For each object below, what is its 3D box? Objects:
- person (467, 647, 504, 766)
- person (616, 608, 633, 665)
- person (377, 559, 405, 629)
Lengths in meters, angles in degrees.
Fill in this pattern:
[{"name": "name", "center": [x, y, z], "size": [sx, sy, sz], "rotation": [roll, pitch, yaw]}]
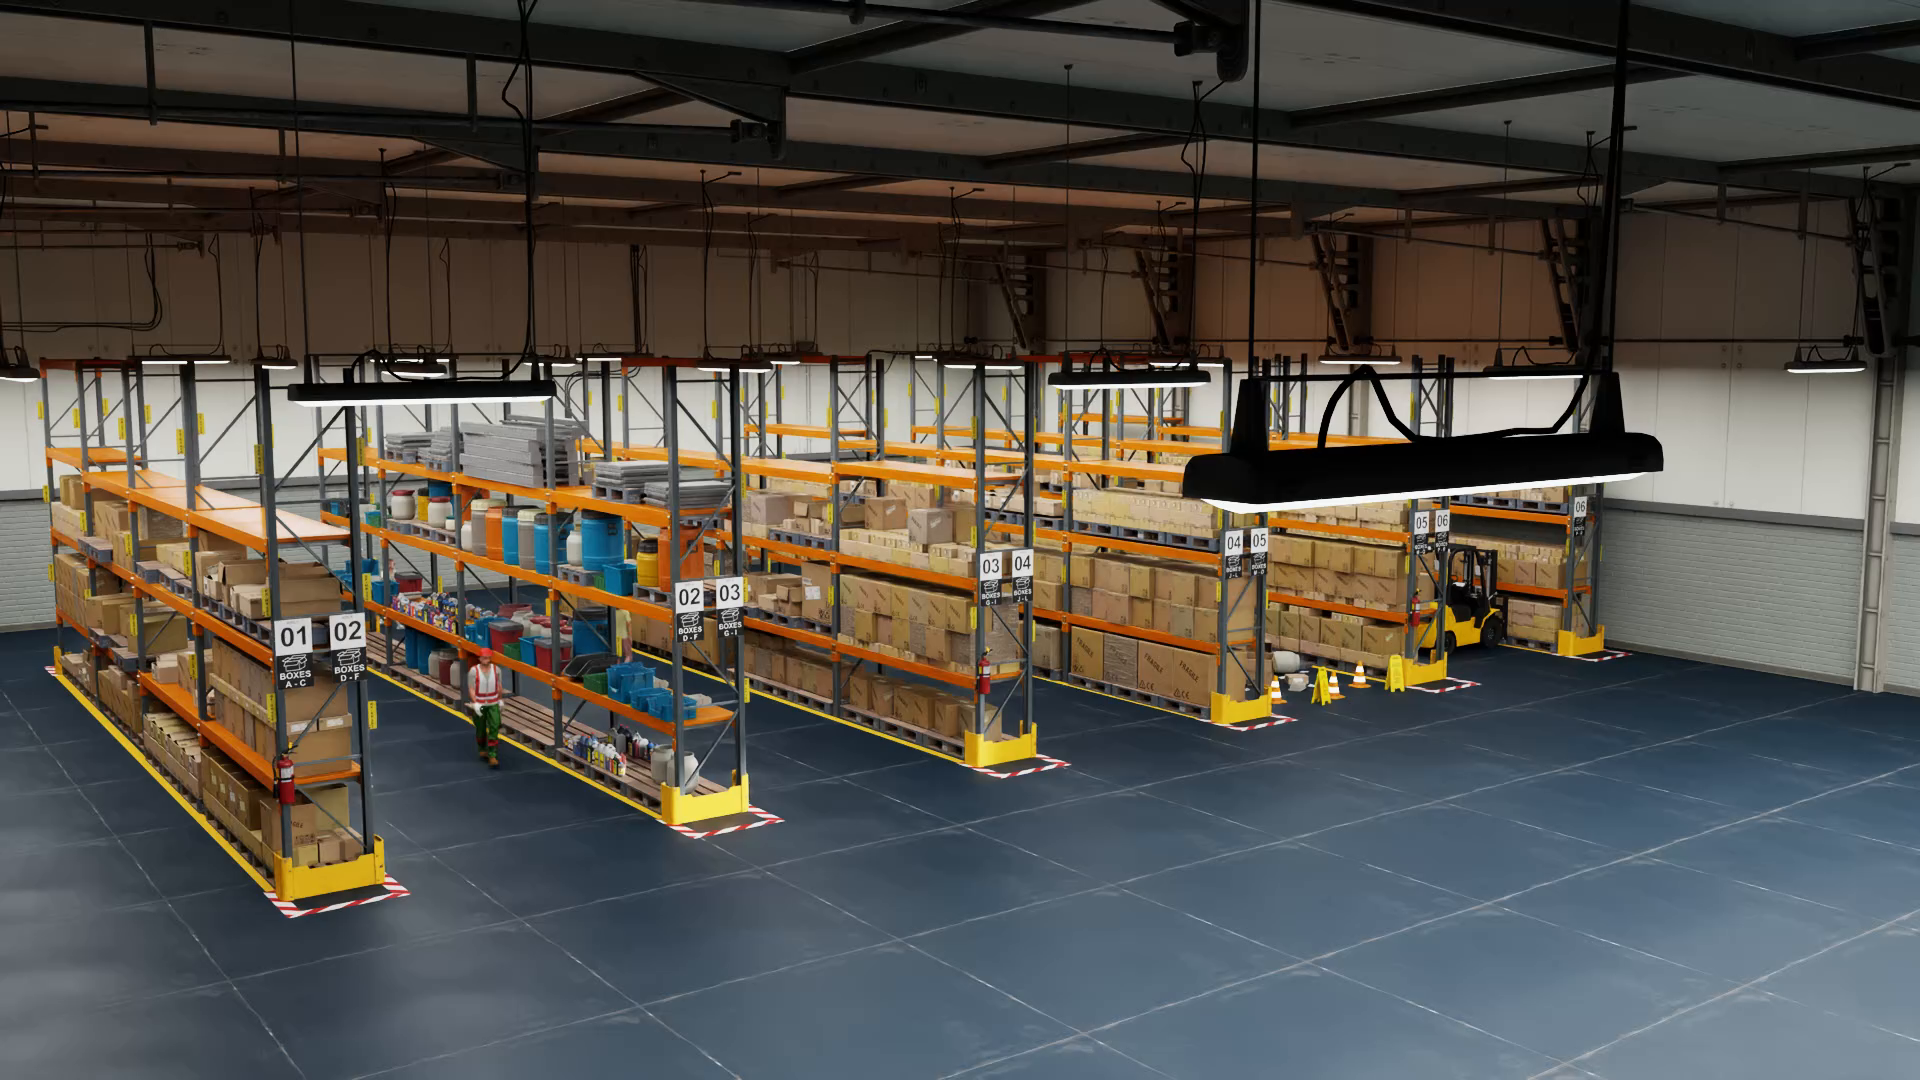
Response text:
[{"name": "person", "center": [-7.079, 2.466, 24.911], "size": [0.546, 1.727, 0.992], "rotation": [-3, 8, -24]}, {"name": "person", "center": [-6.260, 1.840, 30.601], "size": [0.489, 1.668, 0.507], "rotation": [-1, 7, -8]}, {"name": "person", "center": [-12.525, 1.167, 36.531], "size": [1.003, 1.527, 0.428], "rotation": [3, 8, 26]}]
